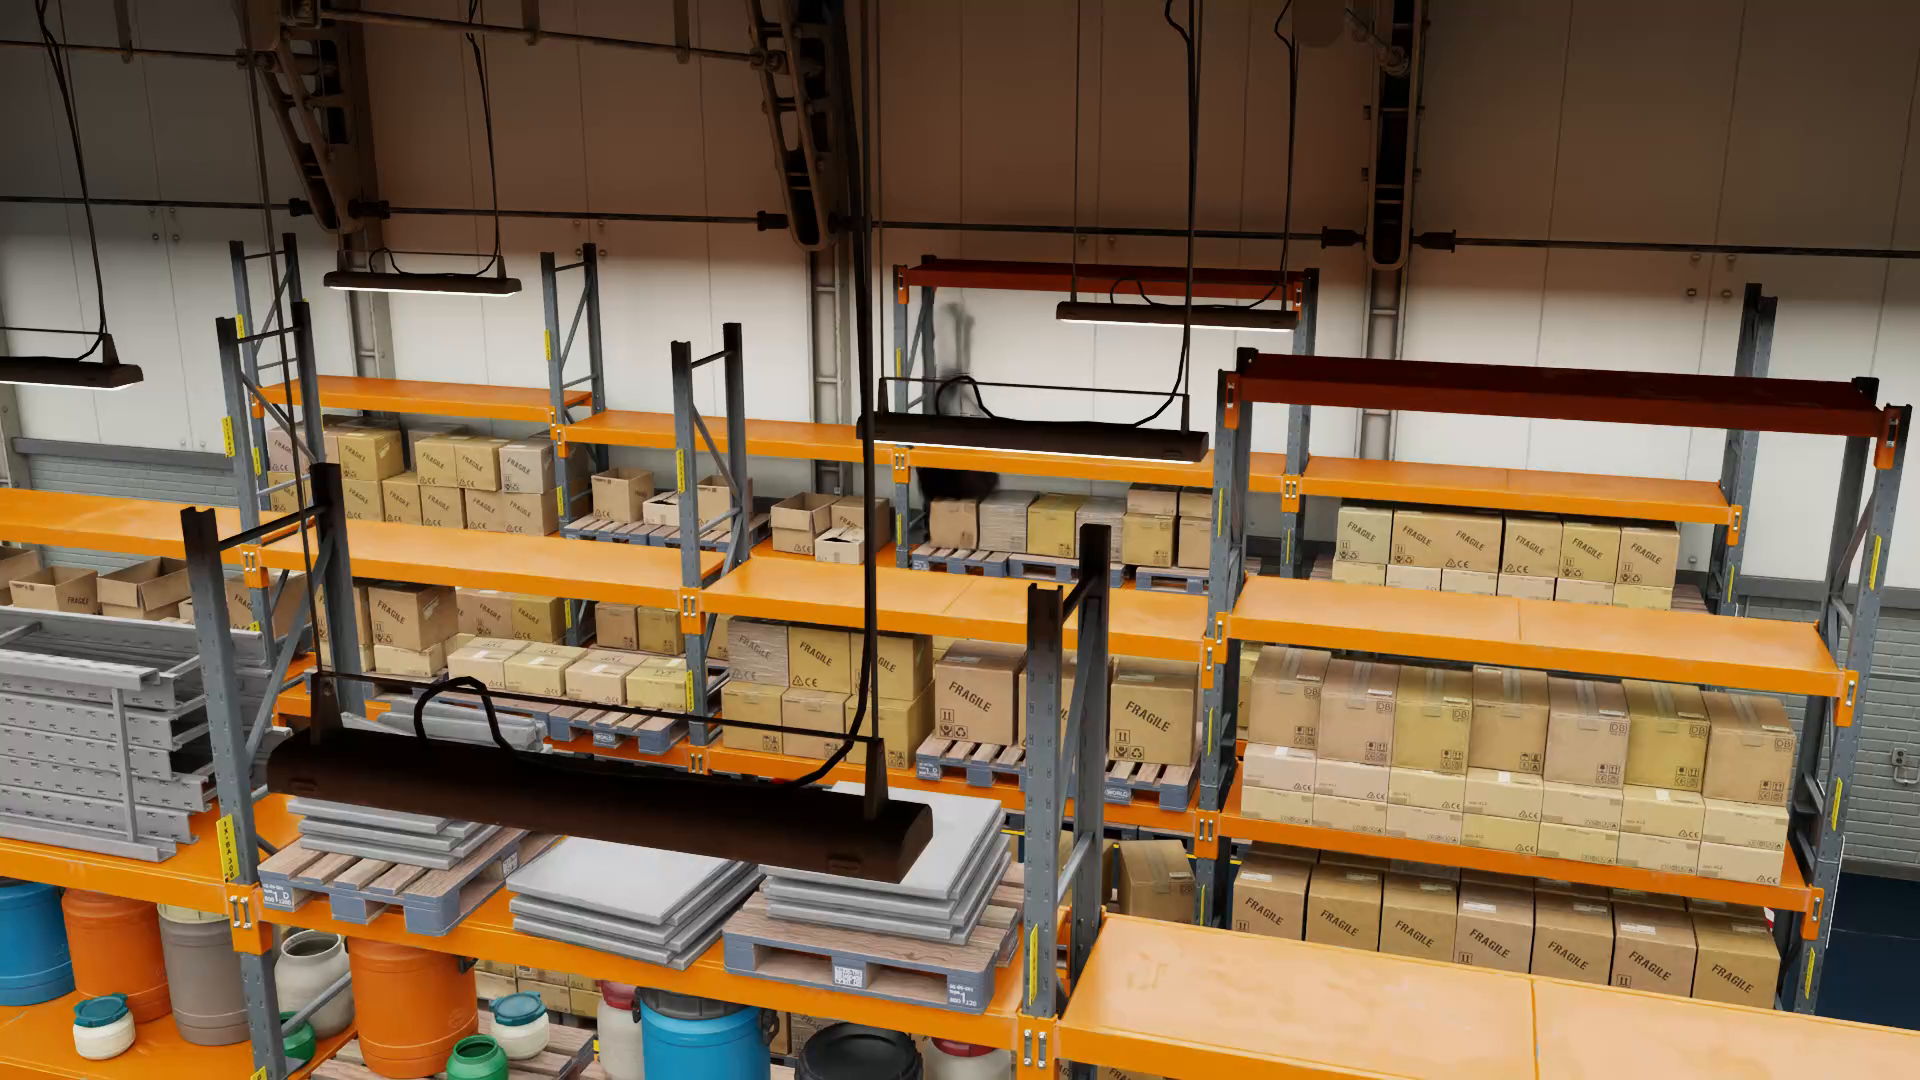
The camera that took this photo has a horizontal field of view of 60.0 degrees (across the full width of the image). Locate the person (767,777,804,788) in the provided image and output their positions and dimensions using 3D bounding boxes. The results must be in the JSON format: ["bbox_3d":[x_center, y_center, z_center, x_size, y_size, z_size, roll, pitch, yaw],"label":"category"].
[{"bbox_3d":[-1.696,2.616,16.686,0.592,1.688,0.665,3,16,11],"label":"person"}]
